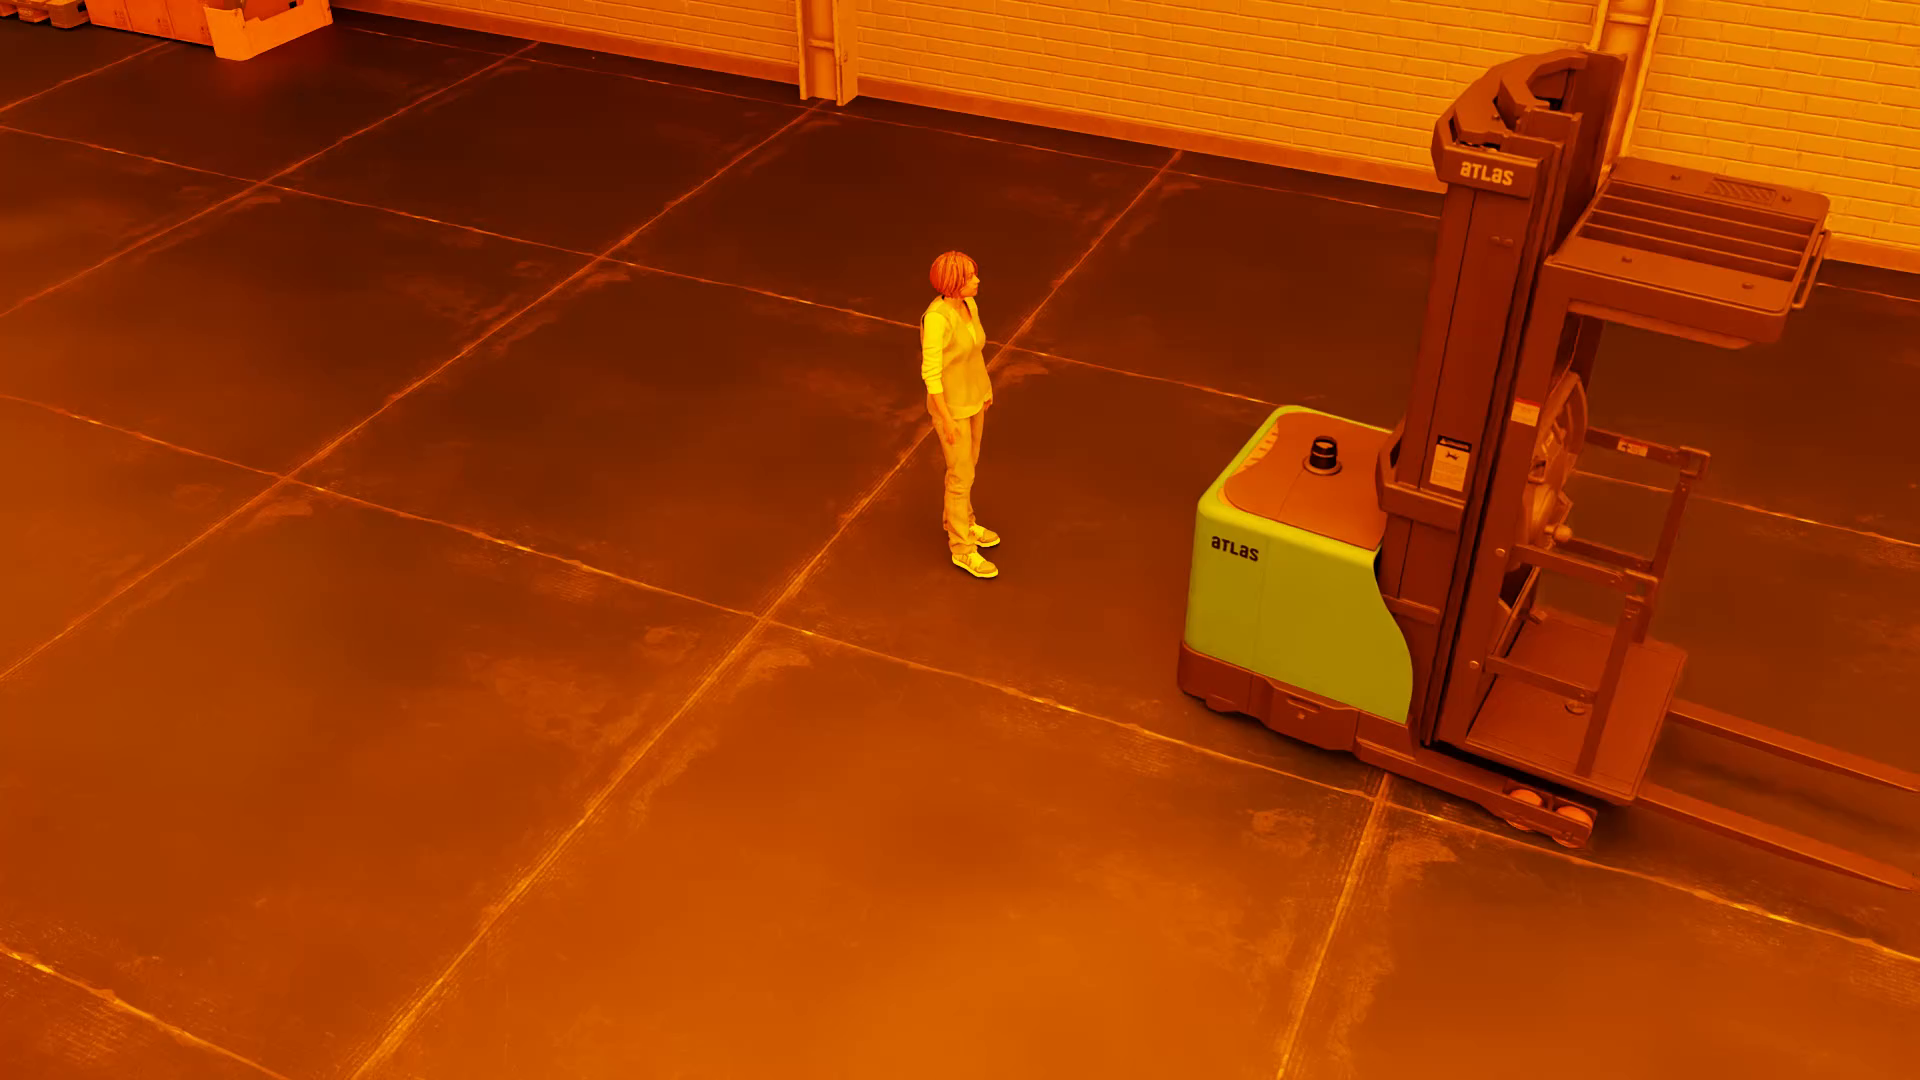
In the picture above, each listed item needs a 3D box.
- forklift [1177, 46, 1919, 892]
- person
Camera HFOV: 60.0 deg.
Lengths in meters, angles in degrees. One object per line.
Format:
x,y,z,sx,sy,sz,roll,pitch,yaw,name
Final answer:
2.520,-0.285,6.486,3.031,2.935,1.130,19,40,24,forklift
0.062,-0.629,8.108,0.473,1.595,0.520,15,38,20,person
